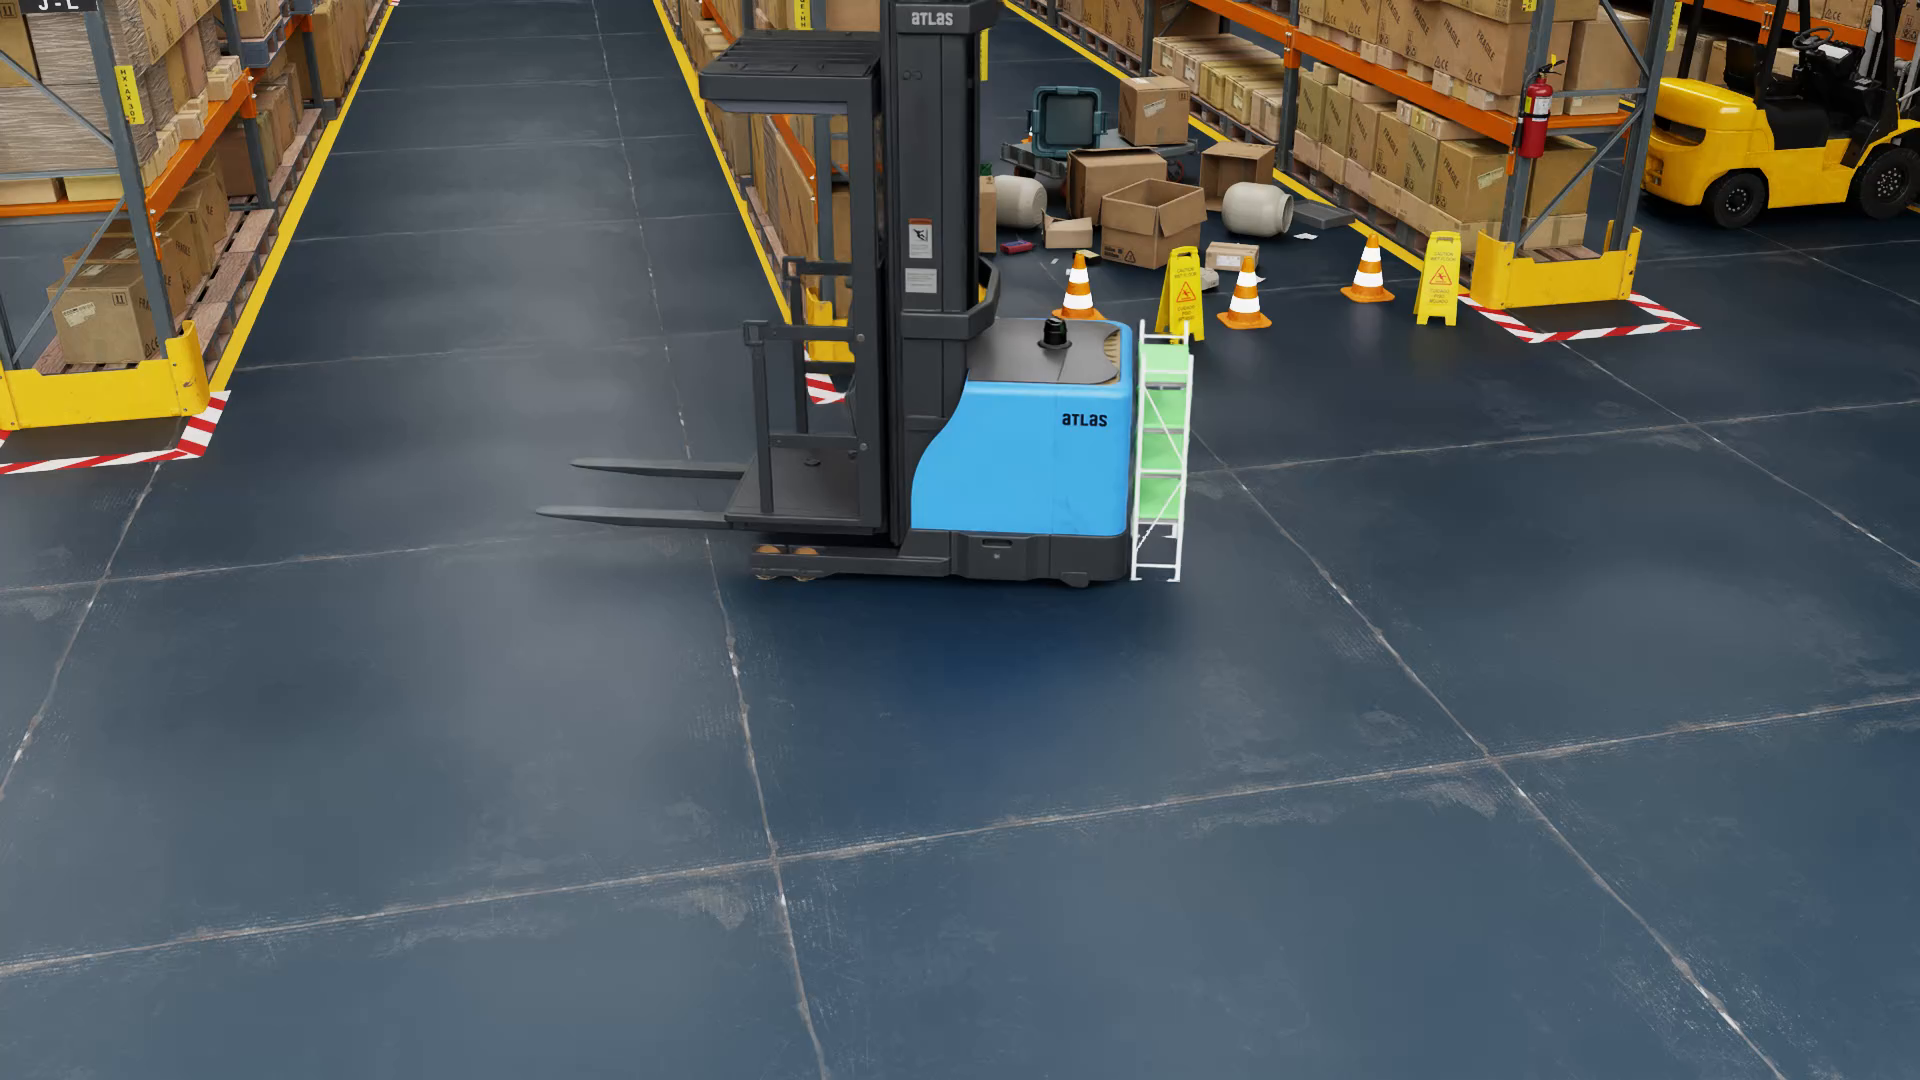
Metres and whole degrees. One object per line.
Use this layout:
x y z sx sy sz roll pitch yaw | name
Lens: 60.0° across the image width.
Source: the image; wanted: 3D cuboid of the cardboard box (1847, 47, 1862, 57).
8.615 -4.576 15.963 0.500 0.250 0.500 -5 27 -11 | cardboard box

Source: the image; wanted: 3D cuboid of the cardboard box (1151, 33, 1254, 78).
2.697 -5.382 18.534 0.950 0.372 0.625 -8 28 -15 | cardboard box

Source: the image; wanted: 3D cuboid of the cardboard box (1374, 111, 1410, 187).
3.720 -3.175 13.465 0.500 0.500 0.500 -7 28 -13 | cardboard box

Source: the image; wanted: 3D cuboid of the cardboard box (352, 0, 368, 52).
-7.814 -6.326 19.846 1.225 0.875 0.875 -6 27 -11 | cardboard box

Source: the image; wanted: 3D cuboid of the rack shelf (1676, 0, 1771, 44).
7.865 -5.923 17.954 1.077 0.370 4.000 -6 27 -12 | rack shelf

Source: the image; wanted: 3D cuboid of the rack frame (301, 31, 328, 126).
-7.076 -5.610 16.536 1.000 3.000 0.127 -6 27 -12 | rack frame

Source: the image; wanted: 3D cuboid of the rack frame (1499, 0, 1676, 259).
4.382 -3.104 11.571 1.000 3.000 0.127 -6 27 -12 | rack frame

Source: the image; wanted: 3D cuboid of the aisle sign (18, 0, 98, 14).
-4.967 -3.262 8.998 0.394 0.787 0.004 -6 27 -12 | aisle sign

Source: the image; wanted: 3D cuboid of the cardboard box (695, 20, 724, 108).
-2.171 -4.976 17.310 1.050 0.750 0.750 -6 27 -12 | cardboard box

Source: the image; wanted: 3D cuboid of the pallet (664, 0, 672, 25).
-3.586 -7.408 23.193 1.003 0.211 1.213 -6 27 -12 | pallet

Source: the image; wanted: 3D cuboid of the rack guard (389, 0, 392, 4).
-8.884 -8.017 24.078 1.175 0.500 0.348 -6 27 -12 | rack guard

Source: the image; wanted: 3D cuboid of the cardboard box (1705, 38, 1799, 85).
8.187 -4.721 16.944 0.875 0.625 0.625 -5 27 -9 | cardboard box

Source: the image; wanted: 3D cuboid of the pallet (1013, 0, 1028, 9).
1.304 -8.006 24.377 1.003 0.211 1.213 -6 27 -12 | pallet

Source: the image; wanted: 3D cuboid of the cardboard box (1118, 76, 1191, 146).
1.753 -3.889 15.059 0.500 0.500 0.500 -6 27 -12 | cardboard box

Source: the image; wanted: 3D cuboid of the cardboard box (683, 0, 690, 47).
-3.093 -6.313 20.238 0.500 0.500 0.500 -5 27 -9 | cardboard box

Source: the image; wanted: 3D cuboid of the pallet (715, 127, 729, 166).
-1.845 -3.936 16.314 1.003 0.211 1.213 -6 27 -12 | pallet

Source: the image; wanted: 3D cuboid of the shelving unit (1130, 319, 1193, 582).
0.997 -0.442 8.293 0.258 1.200 0.503 2 27 4 | shelving unit

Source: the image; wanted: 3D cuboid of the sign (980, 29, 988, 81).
0.124 -3.033 10.381 0.100 0.325 0.005 -6 27 -12 | sign

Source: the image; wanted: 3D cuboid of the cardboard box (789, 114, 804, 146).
-0.691 -3.022 11.241 0.875 0.550 0.550 -6 27 -12 | cardboard box

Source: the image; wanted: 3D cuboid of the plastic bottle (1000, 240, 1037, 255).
0.473 -2.356 13.349 0.283 0.061 0.133 -16 31 -29 | plastic bottle

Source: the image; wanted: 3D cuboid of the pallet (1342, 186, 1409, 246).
3.945 -2.788 14.039 1.003 0.211 1.213 -6 27 -12 | pallet

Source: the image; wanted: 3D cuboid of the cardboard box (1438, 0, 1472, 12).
3.948 -4.153 12.099 0.700 0.500 0.500 -6 27 -11 | cardboard box

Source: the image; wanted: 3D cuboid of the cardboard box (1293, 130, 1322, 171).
3.351 -3.534 15.008 0.500 0.250 0.500 -7 28 -14 | cardboard box

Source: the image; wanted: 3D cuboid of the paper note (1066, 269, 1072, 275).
0.892 -2.074 12.826 0.144 0.017 0.142 3 27 6 | paper note

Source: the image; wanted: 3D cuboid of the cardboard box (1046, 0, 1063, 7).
1.641 -7.703 23.059 0.875 0.438 0.875 -6 27 -12 | cardboard box

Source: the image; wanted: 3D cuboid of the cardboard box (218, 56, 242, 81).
-5.840 -3.677 12.985 0.380 0.149 0.250 -6 27 -12 | cardboard box

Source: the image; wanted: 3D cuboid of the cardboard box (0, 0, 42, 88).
-5.638 -2.938 9.691 0.500 0.500 0.500 -6 27 -12 | cardboard box

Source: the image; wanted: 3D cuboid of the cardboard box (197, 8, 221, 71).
-6.133 -3.828 12.563 0.875 0.500 0.500 -6 27 -12 | cardboard box

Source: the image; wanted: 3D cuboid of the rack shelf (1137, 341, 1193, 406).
0.995 -0.814 8.106 0.258 0.148 0.480 2 27 4 | rack shelf

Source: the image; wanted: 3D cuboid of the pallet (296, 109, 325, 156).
-6.901 -4.022 16.484 1.003 0.211 1.213 -6 27 -12 | pallet

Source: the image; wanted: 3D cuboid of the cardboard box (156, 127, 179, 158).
-5.310 -2.576 10.804 0.380 0.149 0.250 -6 27 -12 | cardboard box

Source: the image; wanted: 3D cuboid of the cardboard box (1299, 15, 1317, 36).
3.239 -4.577 14.769 0.380 0.149 0.250 -6 27 -12 | cardboard box

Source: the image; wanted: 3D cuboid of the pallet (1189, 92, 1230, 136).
3.025 -4.494 17.419 1.003 0.211 1.213 -6 27 -12 | pallet

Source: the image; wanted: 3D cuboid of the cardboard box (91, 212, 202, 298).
-5.688 -1.981 11.654 0.500 0.500 0.500 -3 27 -7 | cardboard box

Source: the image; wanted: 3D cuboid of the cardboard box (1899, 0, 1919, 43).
8.503 -4.517 14.260 0.500 0.500 0.500 -6 27 -11 | cardboard box

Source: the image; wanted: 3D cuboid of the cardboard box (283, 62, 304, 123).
-6.905 -4.398 16.421 0.700 0.500 0.500 -7 28 -14 | cardboard box

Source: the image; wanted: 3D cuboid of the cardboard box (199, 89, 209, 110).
-5.606 -3.124 11.888 0.380 0.149 0.250 -6 27 -12 | cardboard box

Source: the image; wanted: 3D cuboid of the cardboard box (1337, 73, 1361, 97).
3.438 -3.872 14.125 0.380 0.149 0.250 -5 27 -10 | cardboard box

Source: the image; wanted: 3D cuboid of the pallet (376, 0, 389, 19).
-8.622 -7.534 23.443 1.003 0.211 1.213 -6 27 -12 | pallet

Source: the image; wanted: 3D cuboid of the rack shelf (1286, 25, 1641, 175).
3.931 -3.661 13.473 1.077 0.370 4.000 -6 27 -12 | rack shelf

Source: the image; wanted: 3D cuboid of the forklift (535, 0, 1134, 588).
-0.643 -1.335 8.143 3.031 2.935 1.130 2 27 5 | forklift

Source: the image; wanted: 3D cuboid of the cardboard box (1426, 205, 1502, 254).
3.932 -2.402 12.766 0.500 0.250 0.500 -6 27 -12 | cardboard box

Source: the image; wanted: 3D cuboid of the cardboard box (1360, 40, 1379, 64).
3.518 -4.015 13.654 0.380 0.149 0.250 -6 27 -11 | cardboard box

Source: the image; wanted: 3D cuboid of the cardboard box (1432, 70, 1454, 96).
3.800 -3.459 12.553 0.380 0.149 0.250 -5 27 -11 | cardboard box

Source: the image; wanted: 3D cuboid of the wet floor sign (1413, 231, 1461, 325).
3.382 -1.861 11.721 0.267 0.644 0.232 3 27 6 | wet floor sign

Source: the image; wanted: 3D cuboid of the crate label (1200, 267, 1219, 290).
1.786 -1.961 12.483 0.250 0.136 0.298 -23 35 -38 | crate label

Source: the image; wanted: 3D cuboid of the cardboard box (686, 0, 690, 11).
-2.980 -6.423 19.621 0.500 0.250 0.500 -5 27 -10 | cardboard box

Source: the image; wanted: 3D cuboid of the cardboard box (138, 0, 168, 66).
-5.237 -3.211 10.232 0.500 0.500 0.500 -6 27 -12 | cardboard box

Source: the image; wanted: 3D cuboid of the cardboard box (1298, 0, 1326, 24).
3.308 -4.816 14.522 0.500 0.500 0.500 -6 27 -12 | cardboard box

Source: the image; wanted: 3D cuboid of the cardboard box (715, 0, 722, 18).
-2.042 -5.226 15.664 0.500 0.500 0.500 -6 27 -12 | cardboard box

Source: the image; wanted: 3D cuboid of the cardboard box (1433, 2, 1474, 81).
3.883 -3.712 12.335 0.500 0.500 0.500 -6 27 -11 | cardboard box

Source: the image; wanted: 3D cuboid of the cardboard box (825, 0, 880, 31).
-0.464 -3.273 10.541 0.875 0.550 0.550 -6 27 -12 | cardboard box

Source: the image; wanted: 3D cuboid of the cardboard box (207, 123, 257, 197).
-6.292 -3.206 14.059 0.700 0.500 0.500 -8 28 -16 | cardboard box

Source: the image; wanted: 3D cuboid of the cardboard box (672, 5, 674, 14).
-3.642 -7.110 22.205 0.380 0.149 0.250 -7 28 -13 | cardboard box

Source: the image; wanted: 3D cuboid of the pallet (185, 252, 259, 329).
-5.710 -1.781 12.045 1.003 0.211 1.213 -6 27 -12 | pallet
